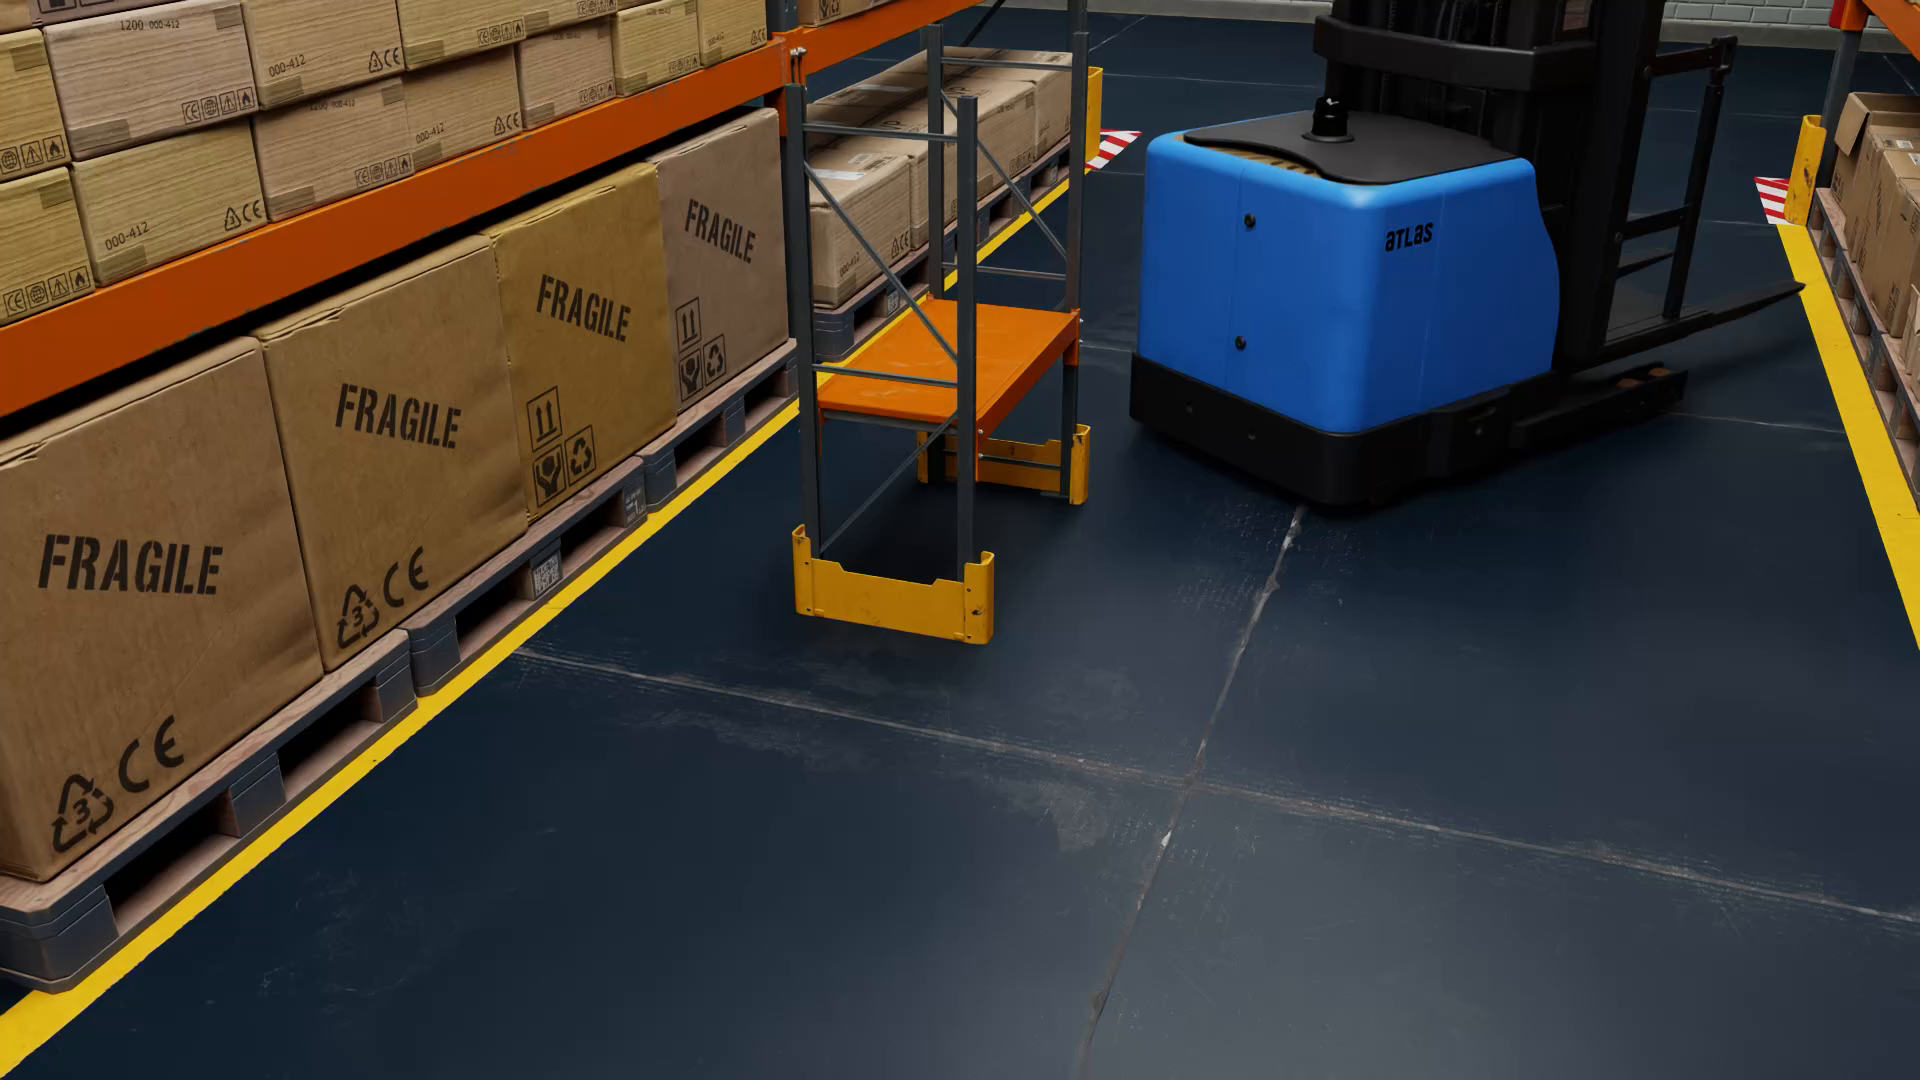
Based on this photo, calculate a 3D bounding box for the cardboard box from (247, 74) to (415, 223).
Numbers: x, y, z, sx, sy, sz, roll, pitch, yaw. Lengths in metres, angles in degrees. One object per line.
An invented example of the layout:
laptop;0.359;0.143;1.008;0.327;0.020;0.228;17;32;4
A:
cardboard box;-1.678;-0.961;3.965;0.500;0.250;0.500;10;27;19

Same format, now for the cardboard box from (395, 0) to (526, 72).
cardboard box;-1.479;-1.387;4.271;0.500;0.250;0.500;9;27;18

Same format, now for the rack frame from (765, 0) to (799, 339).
rack frame;-1.082;-2.079;6.102;1.000;3.000;0.127;9;27;17

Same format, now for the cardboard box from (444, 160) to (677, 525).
cardboard box;-1.506;-0.673;5.155;0.875;0.875;0.875;10;27;19

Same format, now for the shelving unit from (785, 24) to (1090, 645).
shelving unit;-0.025;-0.644;4.858;0.587;1.500;1.083;9;27;17

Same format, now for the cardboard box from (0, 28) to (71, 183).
cardboard box;-2.011;-0.765;2.987;0.500;0.250;0.500;9;27;17

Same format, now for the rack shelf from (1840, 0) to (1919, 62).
rack shelf;4.266;-1.859;6.473;1.077;0.370;4.000;9;27;17

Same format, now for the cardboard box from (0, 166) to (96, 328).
cardboard box;-2.013;-0.533;3.080;0.500;0.250;0.500;8;27;17

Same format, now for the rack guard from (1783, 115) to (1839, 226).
rack guard;4.906;-1.849;8.494;1.175;0.500;0.348;9;27;17

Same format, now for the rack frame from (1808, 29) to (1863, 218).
rack frame;4.932;-3.005;8.014;1.000;3.000;0.127;9;27;17

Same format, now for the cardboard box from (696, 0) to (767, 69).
cardboard box;-0.993;-1.791;5.679;0.500;0.250;0.500;8;27;16

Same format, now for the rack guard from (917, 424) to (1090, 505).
rack guard;0.140;-0.286;5.554;0.587;0.250;0.087;9;27;17

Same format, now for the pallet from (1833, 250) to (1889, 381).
pallet;4.234;-0.891;6.848;1.003;0.211;1.213;9;27;17

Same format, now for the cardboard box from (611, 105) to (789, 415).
cardboard box;-1.212;-1.046;5.924;0.875;0.875;0.875;10;27;19

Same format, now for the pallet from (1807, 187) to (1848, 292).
pallet;4.642;-1.391;7.880;1.003;0.211;1.213;9;27;17

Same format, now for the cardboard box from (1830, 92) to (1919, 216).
cardboard box;4.639;-1.833;7.976;0.797;0.503;0.637;8;27;15

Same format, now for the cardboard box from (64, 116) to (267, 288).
cardboard box;-1.858;-0.746;3.521;0.500;0.250;0.500;8;27;16

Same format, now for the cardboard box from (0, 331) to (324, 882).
cardboard box;-2.104;0.060;3.640;0.875;0.875;0.875;8;27;17

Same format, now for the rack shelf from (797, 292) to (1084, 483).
rack shelf;-0.028;-0.478;4.929;0.538;0.185;1.000;9;27;17

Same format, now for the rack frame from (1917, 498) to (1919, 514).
rack frame;3.600;-1.361;4.619;1.000;3.000;0.127;9;27;17

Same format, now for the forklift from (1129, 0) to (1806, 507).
forklift;2.108;-1.918;5.849;3.031;2.935;1.130;-17;31;-32

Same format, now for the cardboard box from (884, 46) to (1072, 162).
cardboard box;0.124;-2.473;9.374;0.875;0.438;0.875;8;27;16

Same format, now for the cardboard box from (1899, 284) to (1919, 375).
cardboard box;3.628;-0.738;5.987;0.396;0.266;0.258;10;27;19

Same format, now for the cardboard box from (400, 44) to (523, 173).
cardboard box;-1.517;-1.164;4.385;0.500;0.250;0.500;9;27;17

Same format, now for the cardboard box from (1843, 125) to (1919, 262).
cardboard box;4.317;-1.485;7.263;0.700;0.500;0.500;10;28;20

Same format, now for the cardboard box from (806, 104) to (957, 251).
cardboard box;-0.474;-1.726;7.830;0.875;0.438;0.875;8;27;16

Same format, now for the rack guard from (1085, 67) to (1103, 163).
rack guard;0.258;-2.608;10.063;1.175;0.500;0.348;9;27;17

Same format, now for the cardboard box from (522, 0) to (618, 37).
cardboard box;-1.325;-1.600;4.711;0.500;0.250;0.500;9;27;19

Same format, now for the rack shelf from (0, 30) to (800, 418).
rack shelf;-1.747;-0.934;4.562;1.077;0.370;4.000;9;27;17

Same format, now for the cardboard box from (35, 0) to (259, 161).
cardboard box;-1.838;-0.978;3.426;0.500;0.250;0.500;9;27;19

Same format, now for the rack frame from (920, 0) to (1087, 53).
rack frame;0.250;-3.723;9.497;1.000;3.000;0.127;9;27;17

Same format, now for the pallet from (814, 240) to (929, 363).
pallet;-0.755;-1.125;7.332;1.003;0.211;1.213;9;27;17

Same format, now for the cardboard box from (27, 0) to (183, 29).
cardboard box;-1.862;-1.303;3.237;0.500;0.500;0.500;9;27;18

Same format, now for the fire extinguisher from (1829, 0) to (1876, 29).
fire extinguisher;4.545;-2.930;8.375;0.296;0.674;0.183;9;27;17

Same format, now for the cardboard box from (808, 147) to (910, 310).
cardboard box;-0.771;-1.358;7.070;0.875;0.438;0.875;8;27;17

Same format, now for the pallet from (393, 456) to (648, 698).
pallet;-1.672;0.007;4.994;1.003;0.211;1.213;9;27;17

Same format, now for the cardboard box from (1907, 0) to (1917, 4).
cardboard box;4.088;-2.274;6.793;0.380;0.149;0.250;8;27;16

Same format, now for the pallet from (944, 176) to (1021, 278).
pallet;-0.350;-1.628;8.371;1.003;0.211;1.213;9;27;17

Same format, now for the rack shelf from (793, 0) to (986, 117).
rack shelf;-0.416;-2.577;7.957;1.077;0.370;4.000;9;27;17

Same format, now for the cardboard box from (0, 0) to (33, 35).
cardboard box;-2.018;-1.098;2.813;0.500;0.500;0.500;8;27;16

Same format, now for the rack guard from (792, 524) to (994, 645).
rack guard;-0.191;0.123;4.708;0.587;0.250;0.087;9;27;17

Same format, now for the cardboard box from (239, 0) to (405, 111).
cardboard box;-1.661;-1.181;3.845;0.500;0.250;0.500;9;27;17

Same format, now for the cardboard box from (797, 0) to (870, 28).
cardboard box;-0.678;-2.279;6.401;0.500;0.500;0.500;10;27;19

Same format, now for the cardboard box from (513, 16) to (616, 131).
cardboard box;-1.350;-1.377;4.824;0.500;0.250;0.500;8;27;16

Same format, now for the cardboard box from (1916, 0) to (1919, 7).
cardboard box;4.019;-2.163;6.564;0.380;0.149;0.250;9;27;19

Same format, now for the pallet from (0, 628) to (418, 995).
pallet;-2.079;0.507;3.962;1.003;0.211;1.213;9;27;17

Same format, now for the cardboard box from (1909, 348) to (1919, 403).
cardboard box;3.509;-0.538;5.709;0.380;0.149;0.250;8;27;16

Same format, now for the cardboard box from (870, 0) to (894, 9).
cardboard box;-0.507;-2.485;6.826;0.500;0.500;0.500;9;27;18

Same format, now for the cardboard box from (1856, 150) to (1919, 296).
cardboard box;4.047;-1.283;6.844;0.500;0.500;0.500;9;27;18

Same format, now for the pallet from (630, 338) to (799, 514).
pallet;-1.267;-0.496;6.033;1.003;0.211;1.213;9;27;17

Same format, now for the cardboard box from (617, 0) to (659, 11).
cardboard box;-1.158;-1.814;5.153;0.500;0.250;0.500;9;27;19

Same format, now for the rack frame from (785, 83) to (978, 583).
rack frame;-0.198;-0.431;4.419;0.500;1.500;0.032;9;27;17

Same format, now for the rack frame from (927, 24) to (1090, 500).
rack frame;0.141;-0.849;5.282;0.500;1.500;0.032;9;27;17

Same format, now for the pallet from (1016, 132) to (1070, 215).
pallet;0.057;-2.128;9.403;1.003;0.211;1.213;9;27;17

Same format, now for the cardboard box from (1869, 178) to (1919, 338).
cardboard box;3.972;-1.059;6.381;0.700;0.500;0.500;8;27;15

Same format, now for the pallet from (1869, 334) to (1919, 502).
pallet;3.830;-0.388;5.809;1.003;0.211;1.213;9;27;17

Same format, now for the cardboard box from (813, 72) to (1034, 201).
cardboard box;-0.172;-2.096;8.595;0.875;0.438;0.875;9;27;19

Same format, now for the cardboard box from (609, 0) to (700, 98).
cardboard box;-1.164;-1.582;5.247;0.500;0.250;0.500;8;27;17

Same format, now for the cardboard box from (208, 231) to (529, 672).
cardboard box;-1.804;-0.306;4.396;0.875;0.875;0.875;9;27;18
